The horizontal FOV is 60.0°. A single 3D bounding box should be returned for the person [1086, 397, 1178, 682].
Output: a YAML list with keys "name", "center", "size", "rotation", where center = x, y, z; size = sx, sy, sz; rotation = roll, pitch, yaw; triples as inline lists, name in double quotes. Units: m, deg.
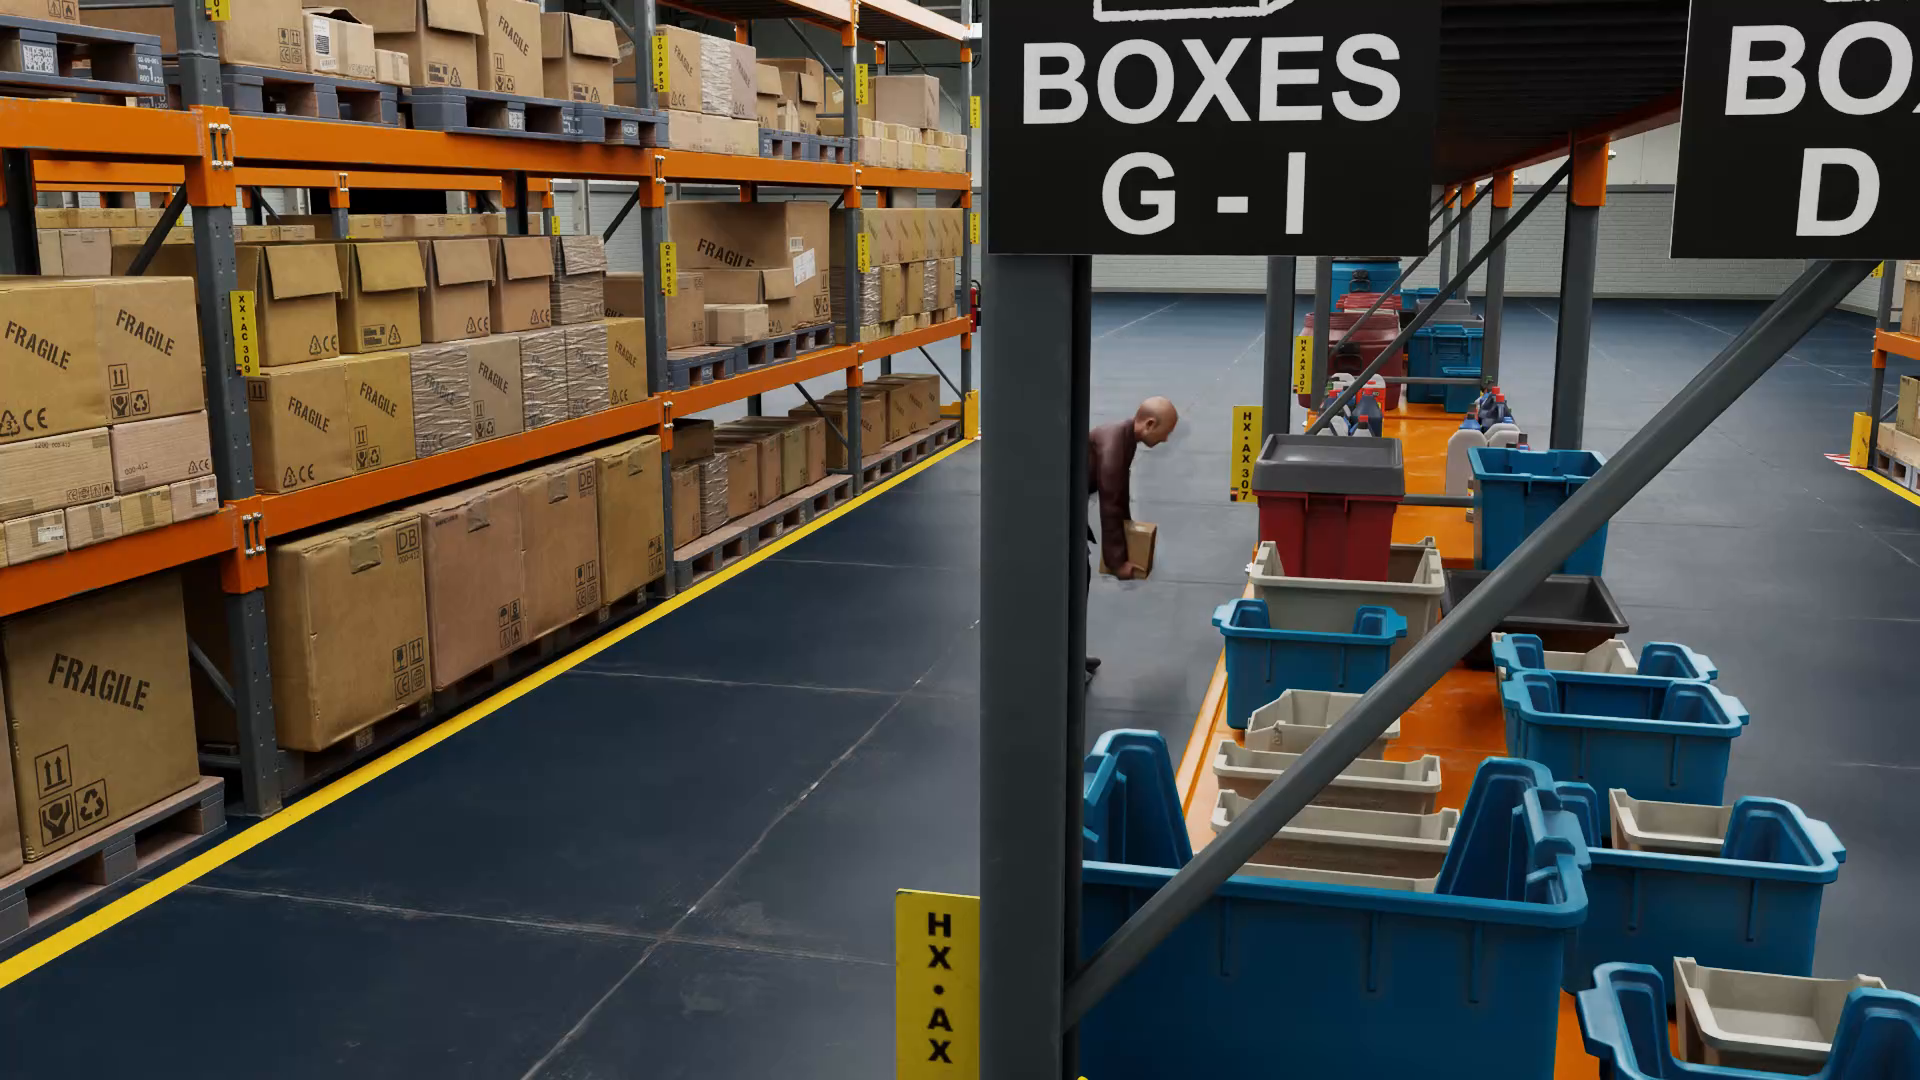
- name: "person"
  center: [0.715, -0.006, 8.717]
  size: [0.815, 1.507, 0.549]
  rotation: [3, 12, 12]
